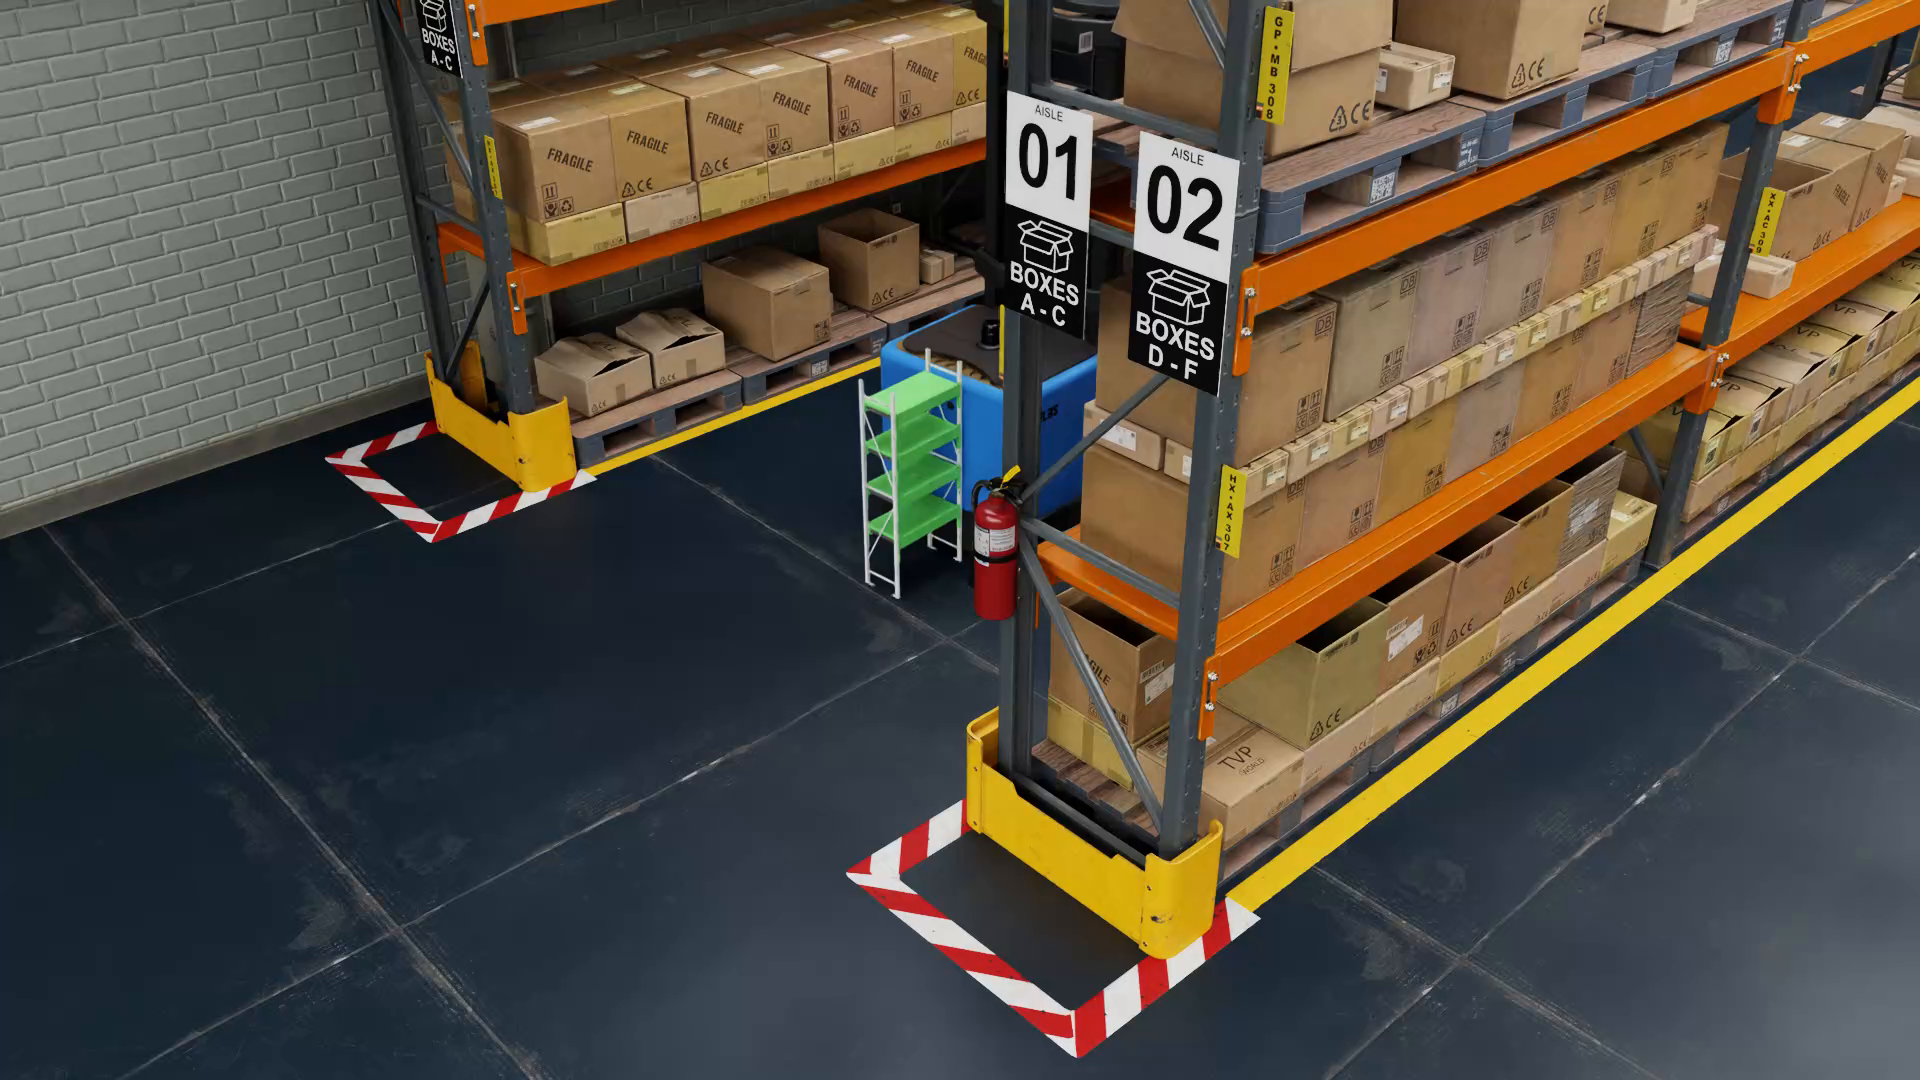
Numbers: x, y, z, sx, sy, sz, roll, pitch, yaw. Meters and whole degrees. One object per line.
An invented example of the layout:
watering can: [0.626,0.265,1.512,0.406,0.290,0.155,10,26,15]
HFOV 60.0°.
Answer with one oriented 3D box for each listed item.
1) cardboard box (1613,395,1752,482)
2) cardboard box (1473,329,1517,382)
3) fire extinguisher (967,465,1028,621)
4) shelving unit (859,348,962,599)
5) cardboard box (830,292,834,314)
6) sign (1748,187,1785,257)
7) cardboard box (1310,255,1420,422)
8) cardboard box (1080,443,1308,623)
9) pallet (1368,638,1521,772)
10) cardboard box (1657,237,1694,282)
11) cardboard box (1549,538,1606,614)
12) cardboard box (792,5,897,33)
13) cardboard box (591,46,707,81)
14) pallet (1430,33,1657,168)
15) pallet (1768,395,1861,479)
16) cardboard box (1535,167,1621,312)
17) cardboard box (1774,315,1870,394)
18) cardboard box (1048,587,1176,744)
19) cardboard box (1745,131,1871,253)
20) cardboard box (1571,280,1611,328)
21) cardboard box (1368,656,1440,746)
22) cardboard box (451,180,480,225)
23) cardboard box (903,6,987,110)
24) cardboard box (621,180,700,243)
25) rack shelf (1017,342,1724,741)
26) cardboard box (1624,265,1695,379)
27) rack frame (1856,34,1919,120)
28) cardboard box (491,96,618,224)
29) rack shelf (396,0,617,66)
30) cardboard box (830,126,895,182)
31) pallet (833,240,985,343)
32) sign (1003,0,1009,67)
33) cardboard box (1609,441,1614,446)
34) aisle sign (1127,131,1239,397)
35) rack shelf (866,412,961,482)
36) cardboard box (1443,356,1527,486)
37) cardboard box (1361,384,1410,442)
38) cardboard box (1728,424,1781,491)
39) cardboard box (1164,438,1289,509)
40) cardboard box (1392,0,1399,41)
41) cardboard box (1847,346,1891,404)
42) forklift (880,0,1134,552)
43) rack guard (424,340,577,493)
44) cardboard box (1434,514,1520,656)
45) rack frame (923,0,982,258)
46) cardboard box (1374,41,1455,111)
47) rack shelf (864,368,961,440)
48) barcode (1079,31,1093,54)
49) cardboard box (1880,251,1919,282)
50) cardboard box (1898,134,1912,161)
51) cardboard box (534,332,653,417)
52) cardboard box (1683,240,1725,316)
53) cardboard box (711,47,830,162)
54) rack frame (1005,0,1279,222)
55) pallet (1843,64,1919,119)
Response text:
cardboard box: [3.948,-0.622,9.087,0.500,0.311,0.500,-26,40,-35]
cardboard box: [2.105,-0.828,7.010,0.250,0.149,0.380,-25,40,-35]
fire extinguisher: [0.140,-0.009,6.464,0.183,0.674,0.296,-26,40,-35]
shelving unit: [-0.247,-0.339,8.654,0.258,1.200,0.503,25,39,35]
cardboard box: [-1.081,-1.631,11.353,0.380,0.149,0.250,26,40,35]
sign: [3.854,-1.517,7.949,0.005,0.325,0.100,-26,40,-35]
cardboard box: [1.315,-0.871,6.459,0.500,0.500,0.700,-27,41,-37]
cardboard box: [0.894,-0.110,6.458,0.500,0.500,0.700,-26,40,-35]
pallet: [1.969,0.565,8.123,1.213,0.211,1.003,-26,40,-35]
cardboard box: [3.240,-1.379,7.913,0.250,0.149,0.380,-27,40,-36]
cardboard box: [2.911,0.090,8.460,0.500,0.250,0.500,-26,40,-35]
cardboard box: [-0.763,-3.215,11.037,0.500,0.500,0.500,-26,40,-36]
cardboard box: [-1.875,-2.673,10.152,0.500,0.500,0.500,-27,41,-37]
pallet: [1.974,-1.824,6.567,1.213,0.211,1.003,-26,40,-35]
pallet: [4.885,-0.847,10.432,1.213,0.211,1.003,-26,40,-35]
cardboard box: [2.418,-1.405,7.332,0.500,0.500,0.700,-26,40,-35]
cardboard box: [5.075,-1.168,9.980,0.500,0.311,0.500,-25,39,-34]
cardboard box: [0.734,0.463,7.131,0.500,0.500,0.500,-26,40,-35]
cardboard box: [4.804,-1.999,9.547,0.500,0.500,0.500,-26,40,-35]
cardboard box: [2.675,-1.106,7.466,0.250,0.149,0.380,-26,40,-36]
cardboard box: [1.818,0.626,7.583,0.500,0.250,0.500,-26,40,-35]
cardboard box: [-2.617,-1.985,9.745,0.500,0.250,0.500,-25,39,-35]
cardboard box: [-0.031,-3.197,11.009,0.500,0.500,0.500,-26,40,-36]
cardboard box: [-1.883,-1.986,9.747,0.500,0.250,0.500,-27,41,-37]
rack shelf: [2.009,-0.309,7.570,4.000,0.370,1.077,-26,40,-35]
cardboard box: [3.155,-1.208,8.255,0.500,0.500,0.700,-27,41,-37]
rack frame: [6.409,-2.744,10.862,0.127,3.000,1.000,-26,40,-35]
cardboard box: [-2.274,-2.119,9.246,0.500,0.500,0.500,-26,40,-35]
rack shelf: [-1.361,-3.482,9.884,4.000,0.370,1.077,-26,40,-35]
cardboard box: [-0.765,-2.522,10.623,0.500,0.250,0.500,-26,40,-36]
pallet: [-0.363,-1.778,11.955,1.213,0.211,1.003,-26,40,-35]
sign: [0.184,-1.743,5.576,0.005,0.325,0.100,-26,40,-35]
cardboard box: [3.583,-0.589,9.572,0.500,0.250,0.500,-26,40,-36]
aisle sign: [0.703,-0.875,5.314,0.004,0.787,0.394,-26,40,-35]
rack shelf: [-0.247,-0.489,8.562,0.258,0.148,0.480,25,39,35]
cardboard box: [2.027,-0.660,7.358,0.500,0.500,0.700,-24,39,-34]
cardboard box: [1.539,-0.554,6.563,0.250,0.149,0.380,-27,40,-36]
cardboard box: [4.316,-0.560,9.524,0.500,0.250,0.500,-25,39,-34]
cardboard box: [0.977,-0.283,6.119,0.250,0.149,0.380,-26,40,-36]
cardboard box: [1.616,-2.094,6.472,0.500,0.311,0.500,-21,37,-30]
cardboard box: [5.443,-1.109,10.421,0.500,0.250,0.500,-25,39,-34]
forklift: [0.913,-1.782,9.355,1.130,2.935,3.031,25,39,35]
rack guard: [-2.772,-0.761,10.015,0.348,0.500,1.175,-26,40,-35]
cardboard box: [2.189,0.131,7.674,0.500,0.500,0.500,-26,40,-35]
rack frame: [0.105,-3.219,11.639,0.127,3.000,1.000,-26,40,-35]
cardboard box: [1.525,-1.668,5.931,0.250,0.149,0.380,-26,40,-35]
rack shelf: [-0.247,-0.694,8.437,0.258,0.148,0.480,25,39,35]
barcode: [0.436,-1.725,5.765,0.075,0.075,0.001,-26,40,-35]
cardboard box: [6.192,-1.709,10.866,0.500,0.311,0.500,-25,39,-34]
cardboard box: [5.622,-2.463,10.488,0.500,0.311,0.500,-26,40,-36]
cardboard box: [-2.260,-1.052,10.250,0.500,0.311,0.500,24,39,34]
cardboard box: [3.807,-1.453,8.894,0.500,0.250,0.500,-23,38,-33]
cardboard box: [-1.151,-2.659,10.129,0.500,0.500,0.500,-24,39,-34]
rack frame: [0.543,-2.466,4.657,0.127,3.000,1.000,-26,40,-35]
pallet: [6.858,-2.930,11.349,1.003,0.211,1.213,-26,40,-35]
